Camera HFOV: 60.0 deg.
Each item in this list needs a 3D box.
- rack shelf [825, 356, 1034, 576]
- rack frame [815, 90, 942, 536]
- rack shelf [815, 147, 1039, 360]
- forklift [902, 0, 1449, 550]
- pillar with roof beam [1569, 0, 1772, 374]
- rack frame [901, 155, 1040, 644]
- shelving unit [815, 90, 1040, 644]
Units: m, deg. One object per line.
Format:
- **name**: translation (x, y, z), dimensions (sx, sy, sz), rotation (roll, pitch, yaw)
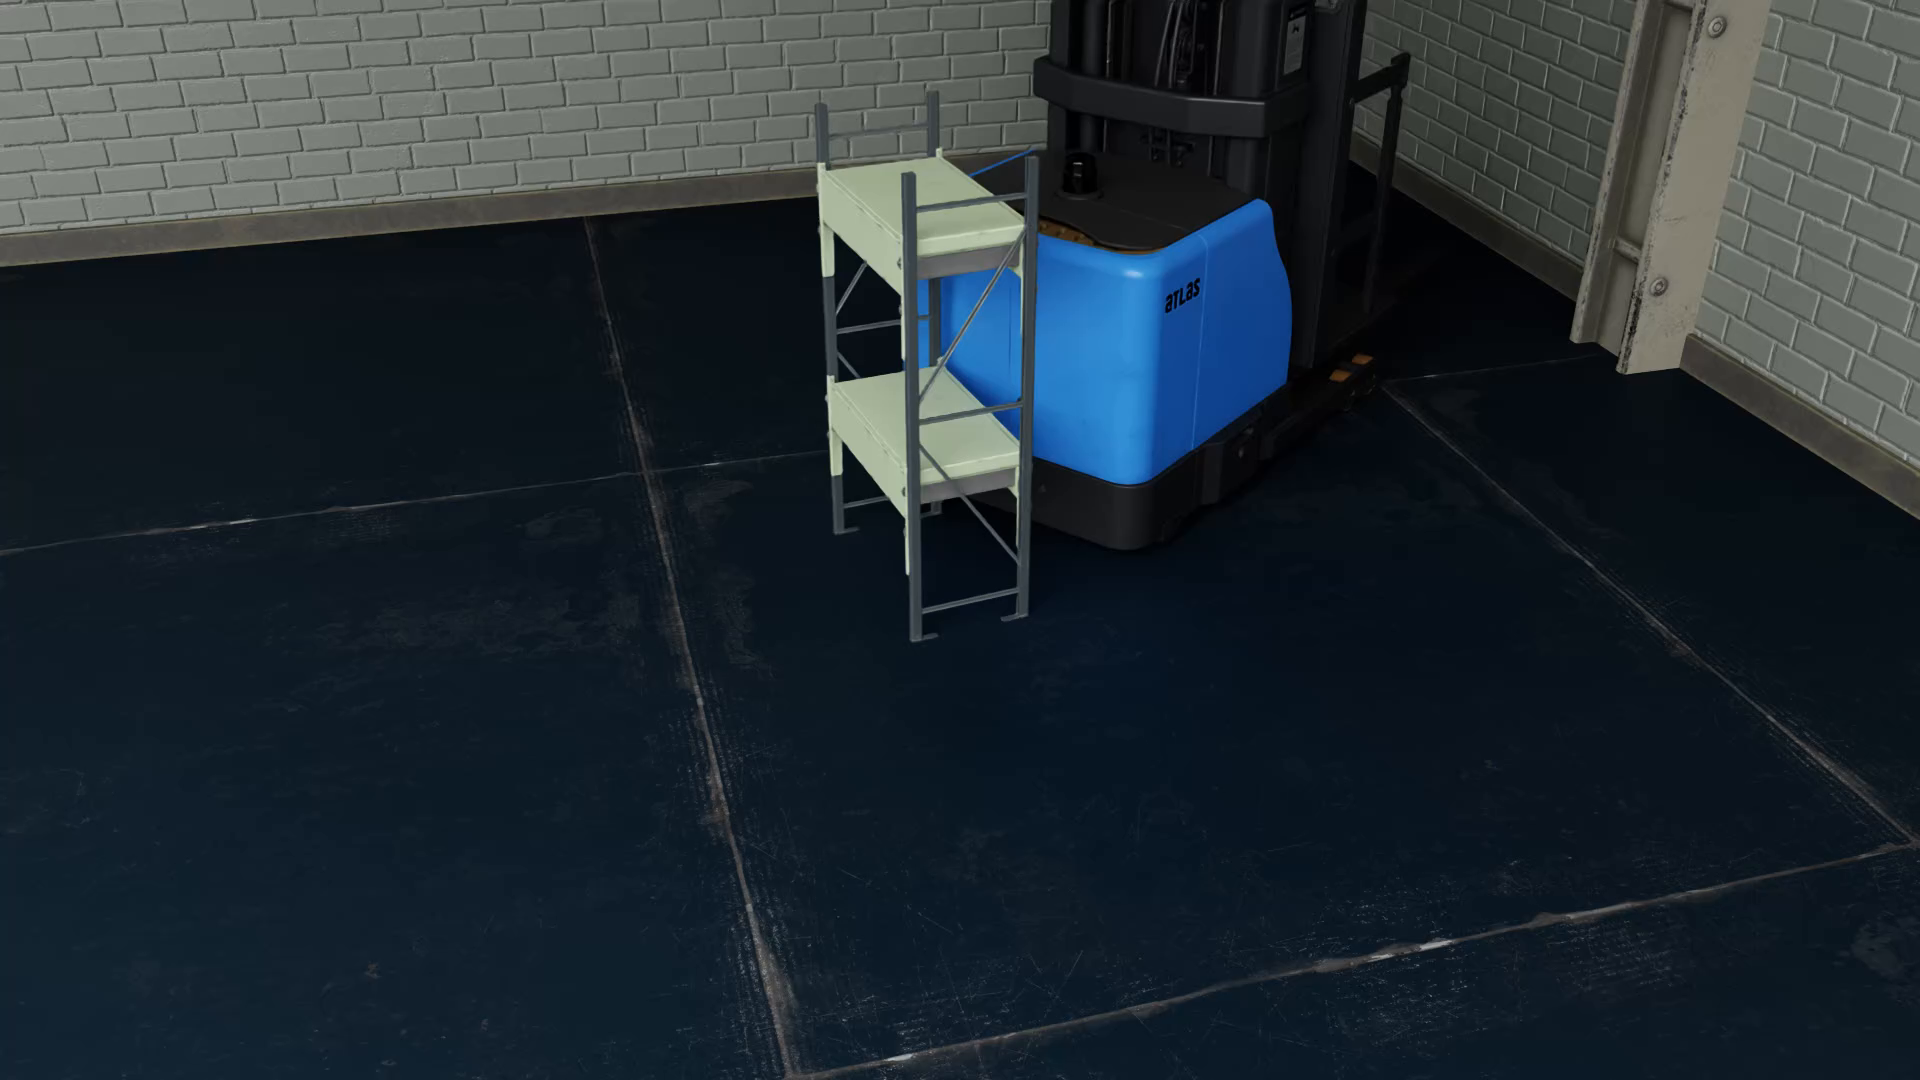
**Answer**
- **rack shelf**: translation (-0.111, -0.256, 5.346), dimensions (0.431, 0.370, 0.720), rotation (-12, 32, -20)
- **rack frame**: translation (-0.253, -0.707, 5.475), dimensions (0.400, 1.500, 0.023), rotation (-12, 32, -20)
- **rack shelf**: translation (-0.111, -0.876, 4.987), dimensions (0.431, 0.370, 0.720), rotation (-12, 32, -20)
- **forklift**: translation (1.068, -1.914, 6.130), dimensions (1.130, 2.935, 3.031), rotation (21, 36, 31)
- **pillar with roof beam**: translation (-1.288, -4.129, 3.901), dimensions (9.100, 9.000, 0.400), rotation (-8, 31, -13)
- **rack frame**: translation (0.031, -0.369, 4.891), dimensions (0.400, 1.500, 0.023), rotation (-12, 32, -20)
- **shelving unit**: translation (-0.111, -0.538, 5.183), dimensions (0.431, 1.500, 0.755), rotation (-12, 32, -20)
